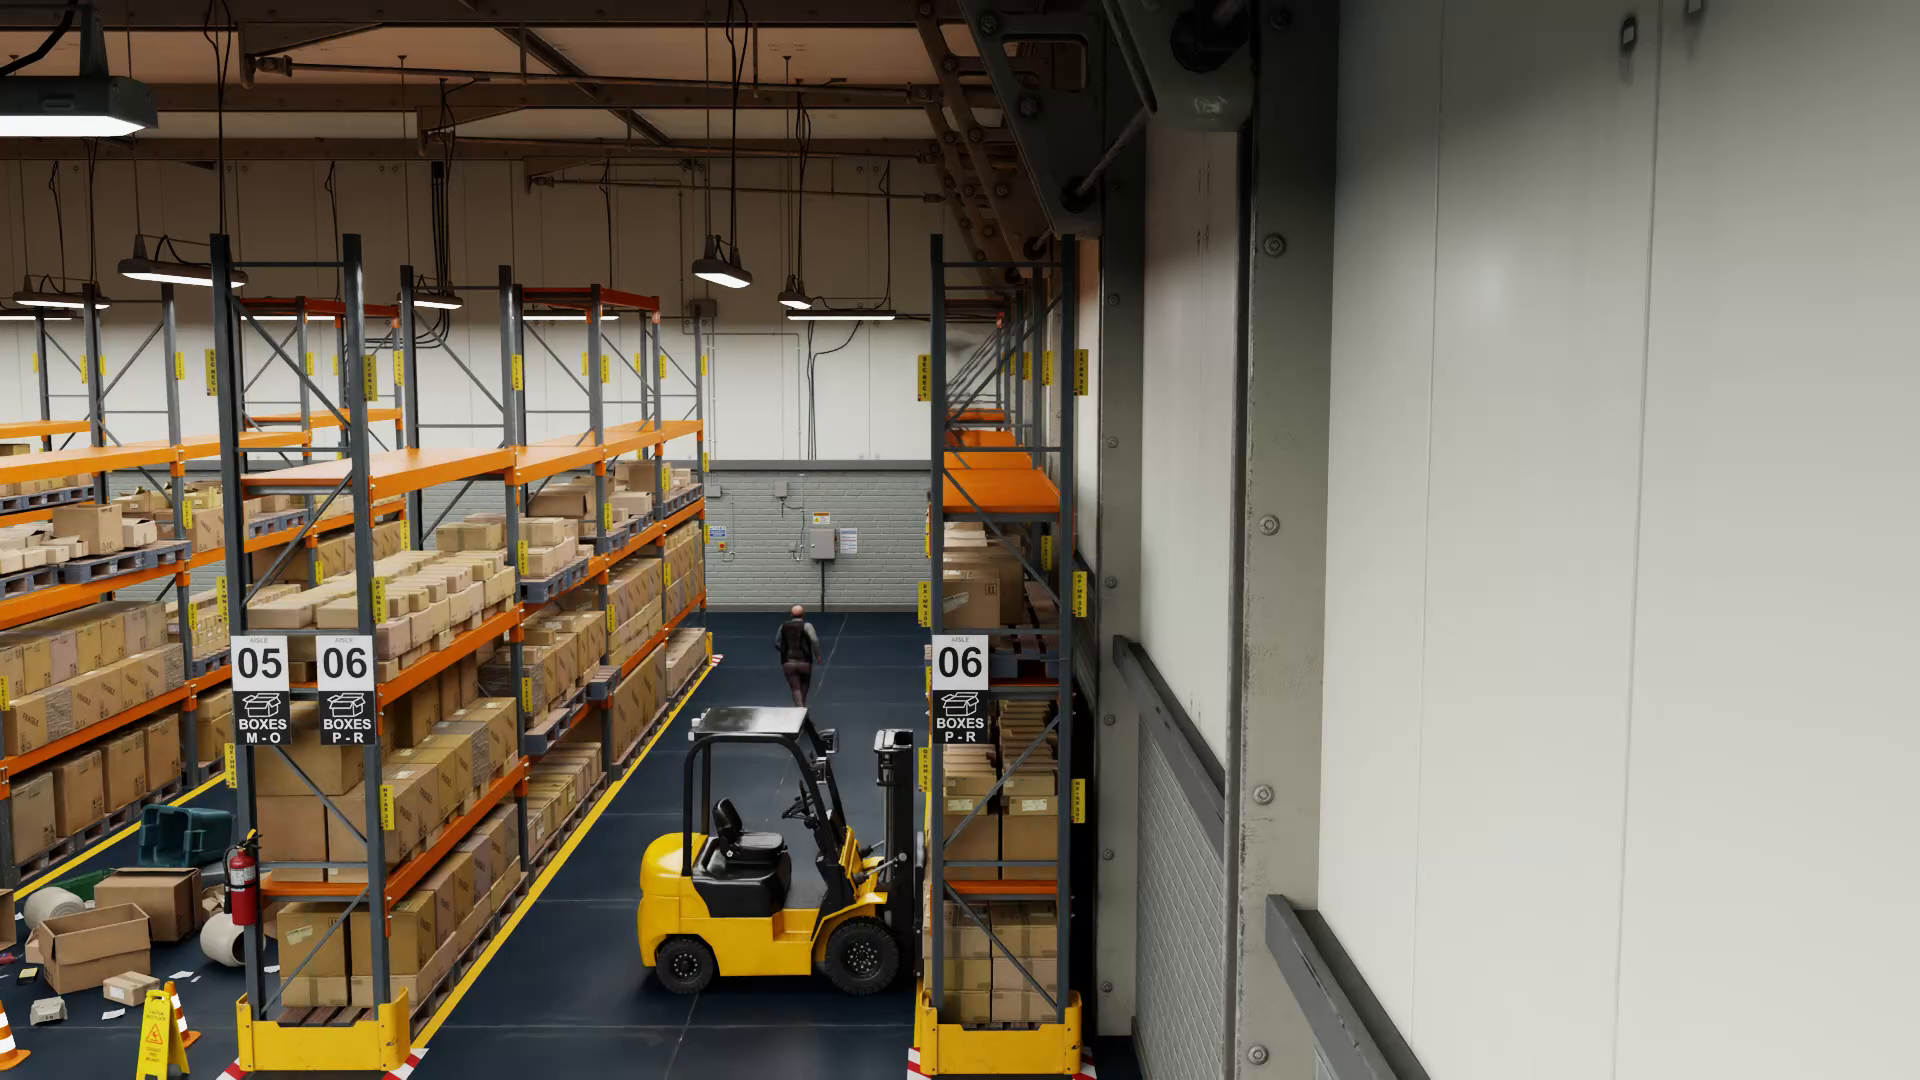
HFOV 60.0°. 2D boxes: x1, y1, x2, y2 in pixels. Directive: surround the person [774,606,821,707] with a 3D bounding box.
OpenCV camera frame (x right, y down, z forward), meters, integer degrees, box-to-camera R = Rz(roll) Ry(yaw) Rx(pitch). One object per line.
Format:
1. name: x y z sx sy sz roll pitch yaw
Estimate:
1. person: -2.291 1.793 23.308 0.661 1.672 0.826 0 6 0
